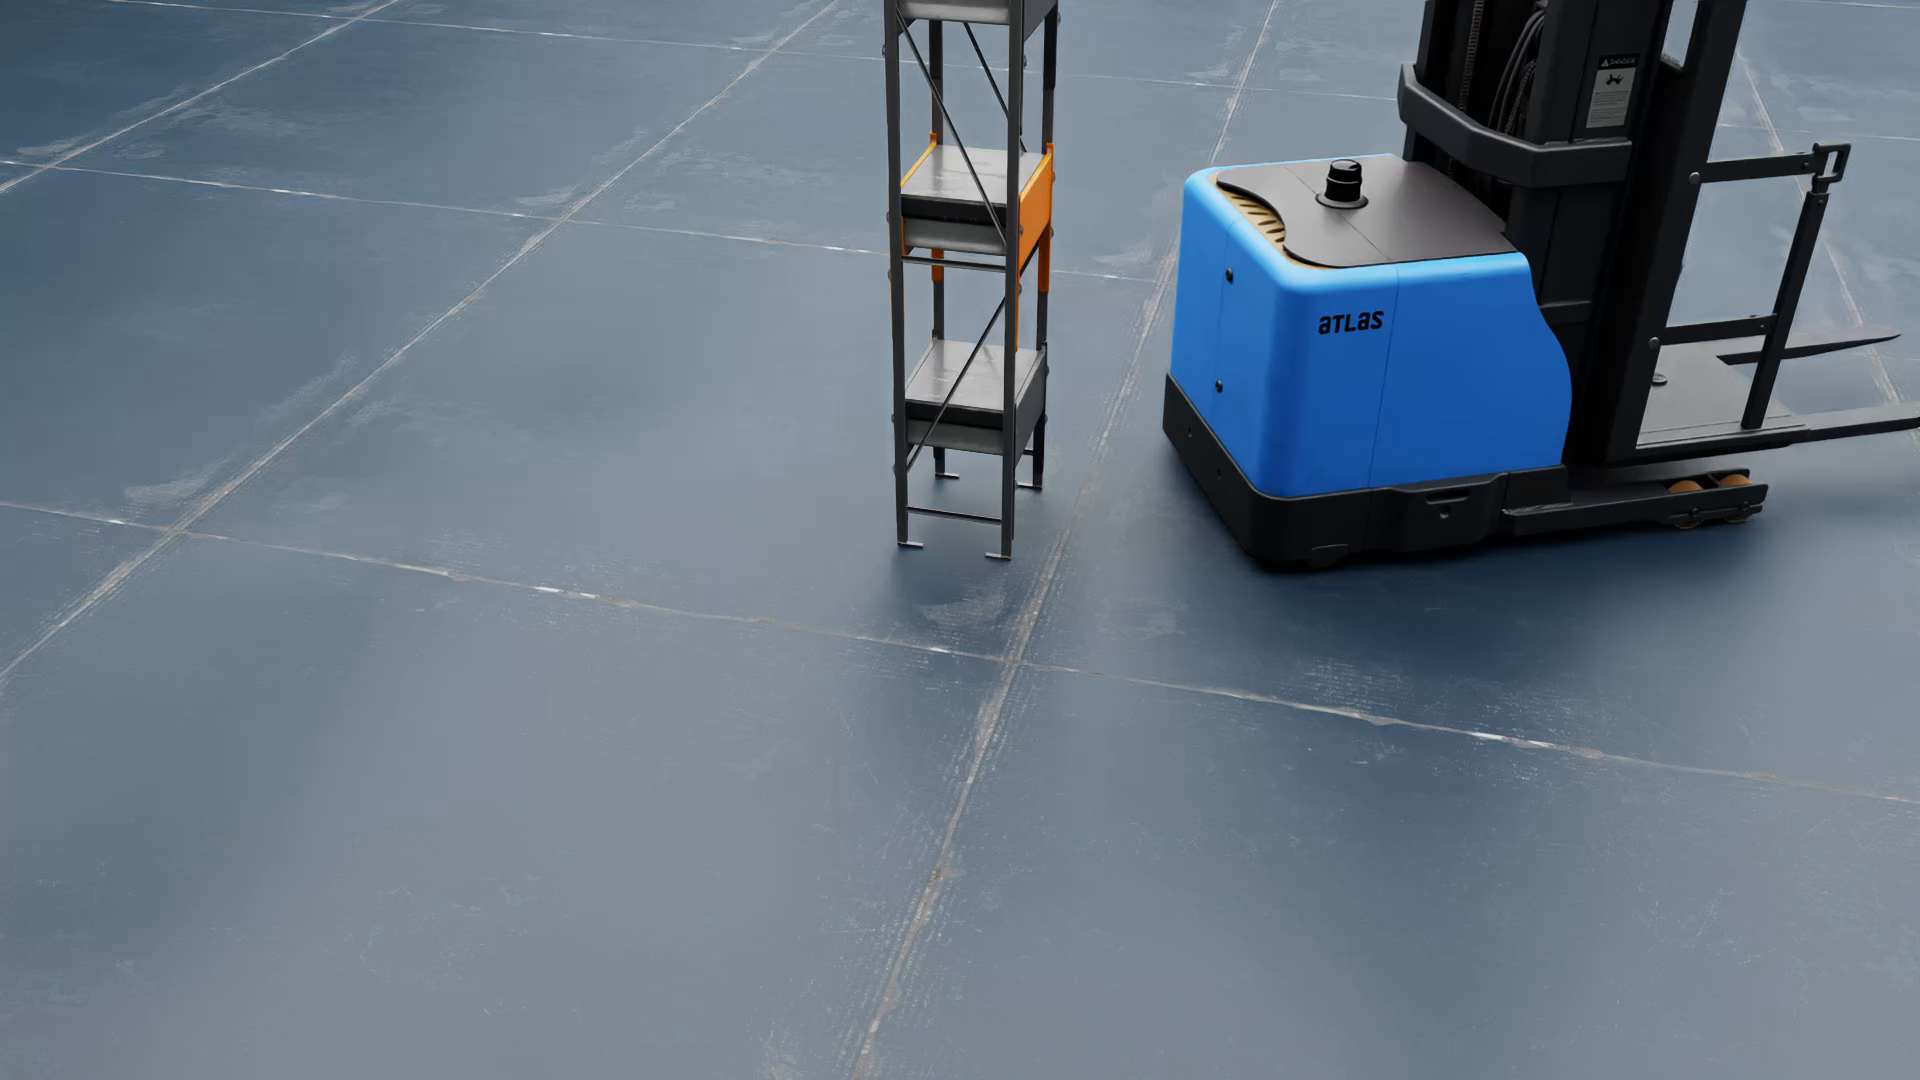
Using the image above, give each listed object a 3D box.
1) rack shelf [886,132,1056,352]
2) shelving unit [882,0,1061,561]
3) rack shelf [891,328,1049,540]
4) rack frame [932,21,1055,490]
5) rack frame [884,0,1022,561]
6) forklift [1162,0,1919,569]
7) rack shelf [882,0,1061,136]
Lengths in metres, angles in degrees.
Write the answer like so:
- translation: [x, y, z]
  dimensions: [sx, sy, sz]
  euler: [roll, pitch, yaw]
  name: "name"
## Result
- translation: [0.042, -0.960, 5.329]
  dimensions: [0.431, 0.518, 0.480]
  euler: [8, 33, 12]
  name: "rack shelf"
- translation: [0.042, -0.972, 5.322]
  dimensions: [0.431, 2.100, 0.503]
  euler: [8, 33, 12]
  name: "shelving unit"
- translation: [0.042, -0.370, 5.705]
  dimensions: [0.431, 0.518, 0.480]
  euler: [8, 33, 12]
  name: "rack shelf"
- translation: [0.104, -1.099, 5.521]
  dimensions: [0.400, 2.100, 0.015]
  euler: [8, 33, 12]
  name: "rack frame"
- translation: [-0.020, -0.845, 5.123]
  dimensions: [0.400, 2.100, 0.015]
  euler: [8, 33, 12]
  name: "rack frame"
- translation: [2.336, -1.545, 5.449]
  dimensions: [3.031, 2.935, 1.130]
  euler: [-7, 33, -11]
  name: "forklift"
- translation: [0.042, -1.551, 4.954]
  dimensions: [0.431, 0.518, 0.480]
  euler: [8, 33, 12]
  name: "rack shelf"
